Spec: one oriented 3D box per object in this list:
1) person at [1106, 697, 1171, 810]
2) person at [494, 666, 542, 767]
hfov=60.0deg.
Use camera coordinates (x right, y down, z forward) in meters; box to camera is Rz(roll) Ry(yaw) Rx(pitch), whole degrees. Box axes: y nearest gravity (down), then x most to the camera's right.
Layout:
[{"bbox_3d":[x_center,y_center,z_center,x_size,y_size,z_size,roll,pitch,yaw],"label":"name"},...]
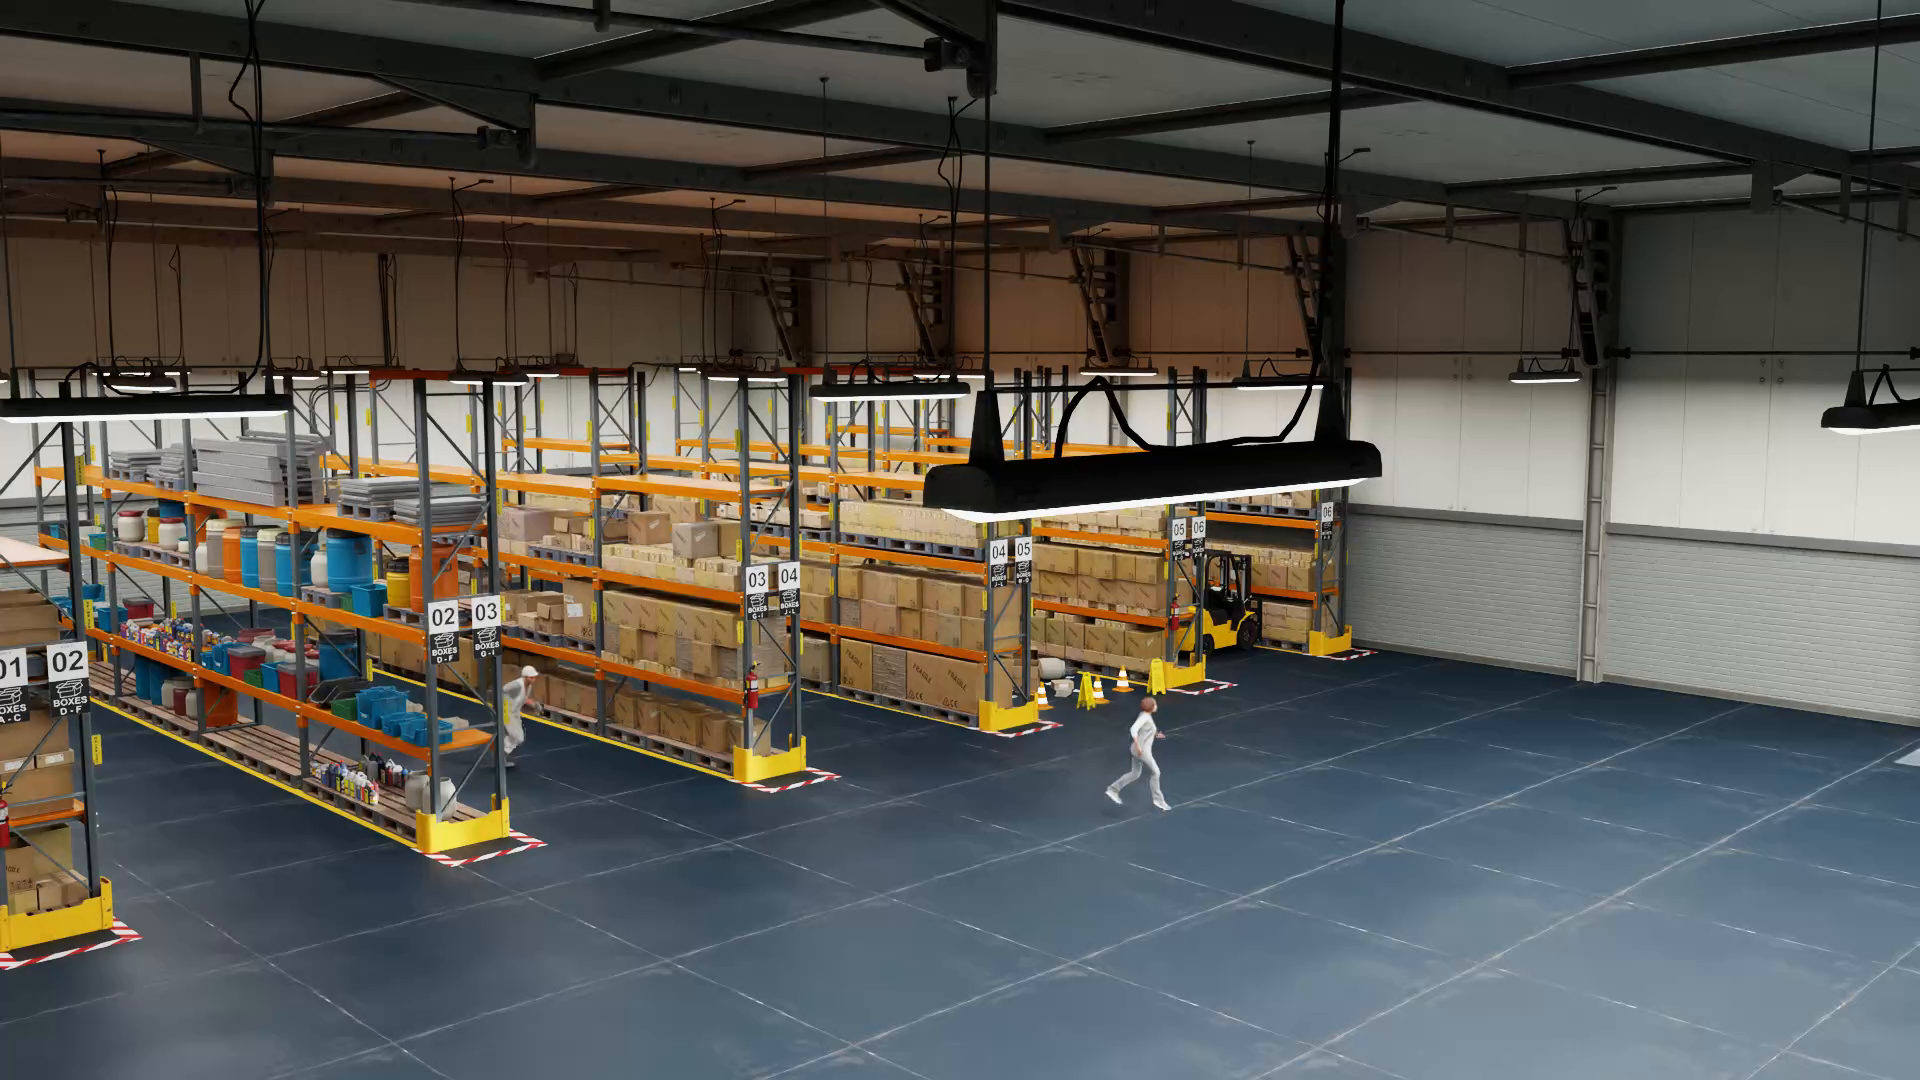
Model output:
[{"bbox_3d":[2.476,2.955,22.948,0.912,1.609,0.557,0,6,-2],"label":"person"},{"bbox_3d":[-6.783,2.696,25.306,0.828,1.590,0.693,2,7,15],"label":"person"}]
